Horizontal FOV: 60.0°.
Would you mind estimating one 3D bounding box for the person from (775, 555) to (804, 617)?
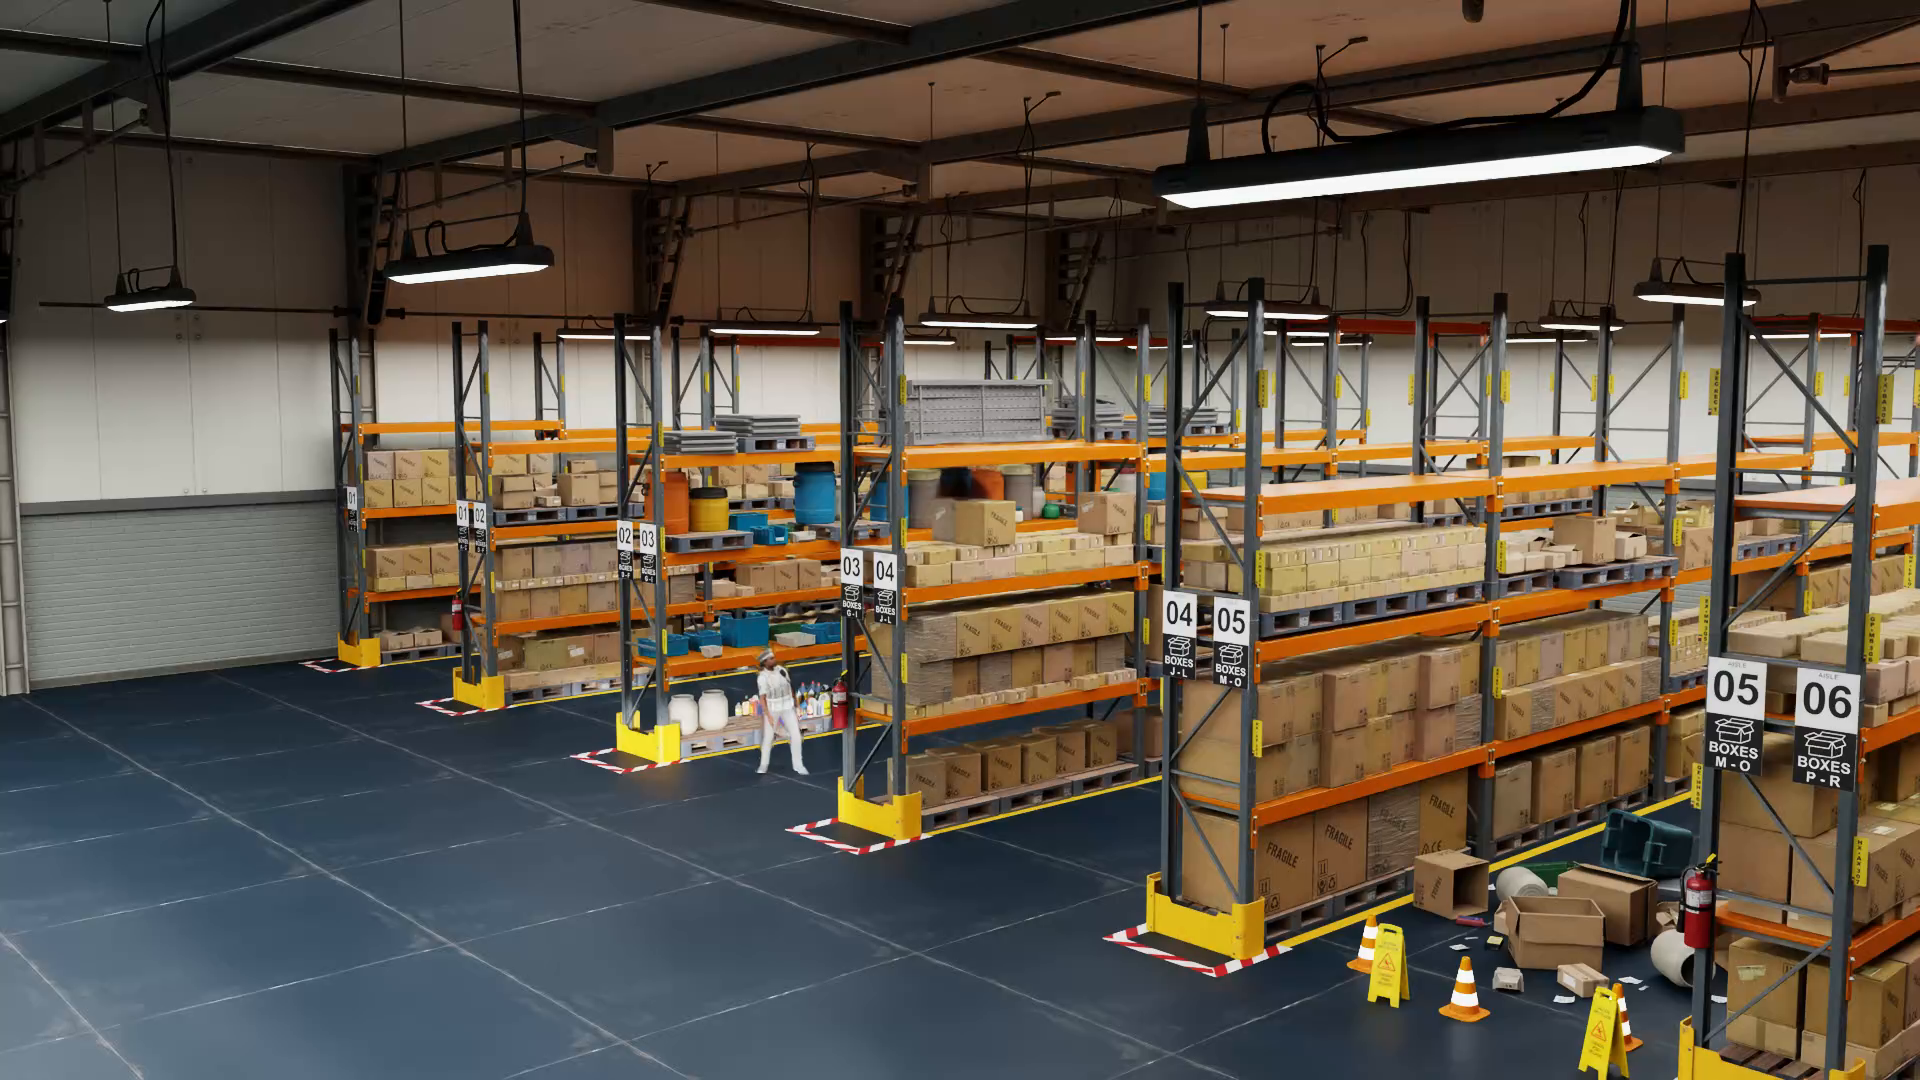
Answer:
[{"bbox_3d":[-3.356,1.088,32.665,1.003,1.744,0.786,-5,8,-42],"label":"person"}]

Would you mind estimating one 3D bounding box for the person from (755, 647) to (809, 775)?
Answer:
[{"bbox_3d":[-2.325,2.215,21.582,0.640,1.680,0.595,-3,6,-27],"label":"person"}]
